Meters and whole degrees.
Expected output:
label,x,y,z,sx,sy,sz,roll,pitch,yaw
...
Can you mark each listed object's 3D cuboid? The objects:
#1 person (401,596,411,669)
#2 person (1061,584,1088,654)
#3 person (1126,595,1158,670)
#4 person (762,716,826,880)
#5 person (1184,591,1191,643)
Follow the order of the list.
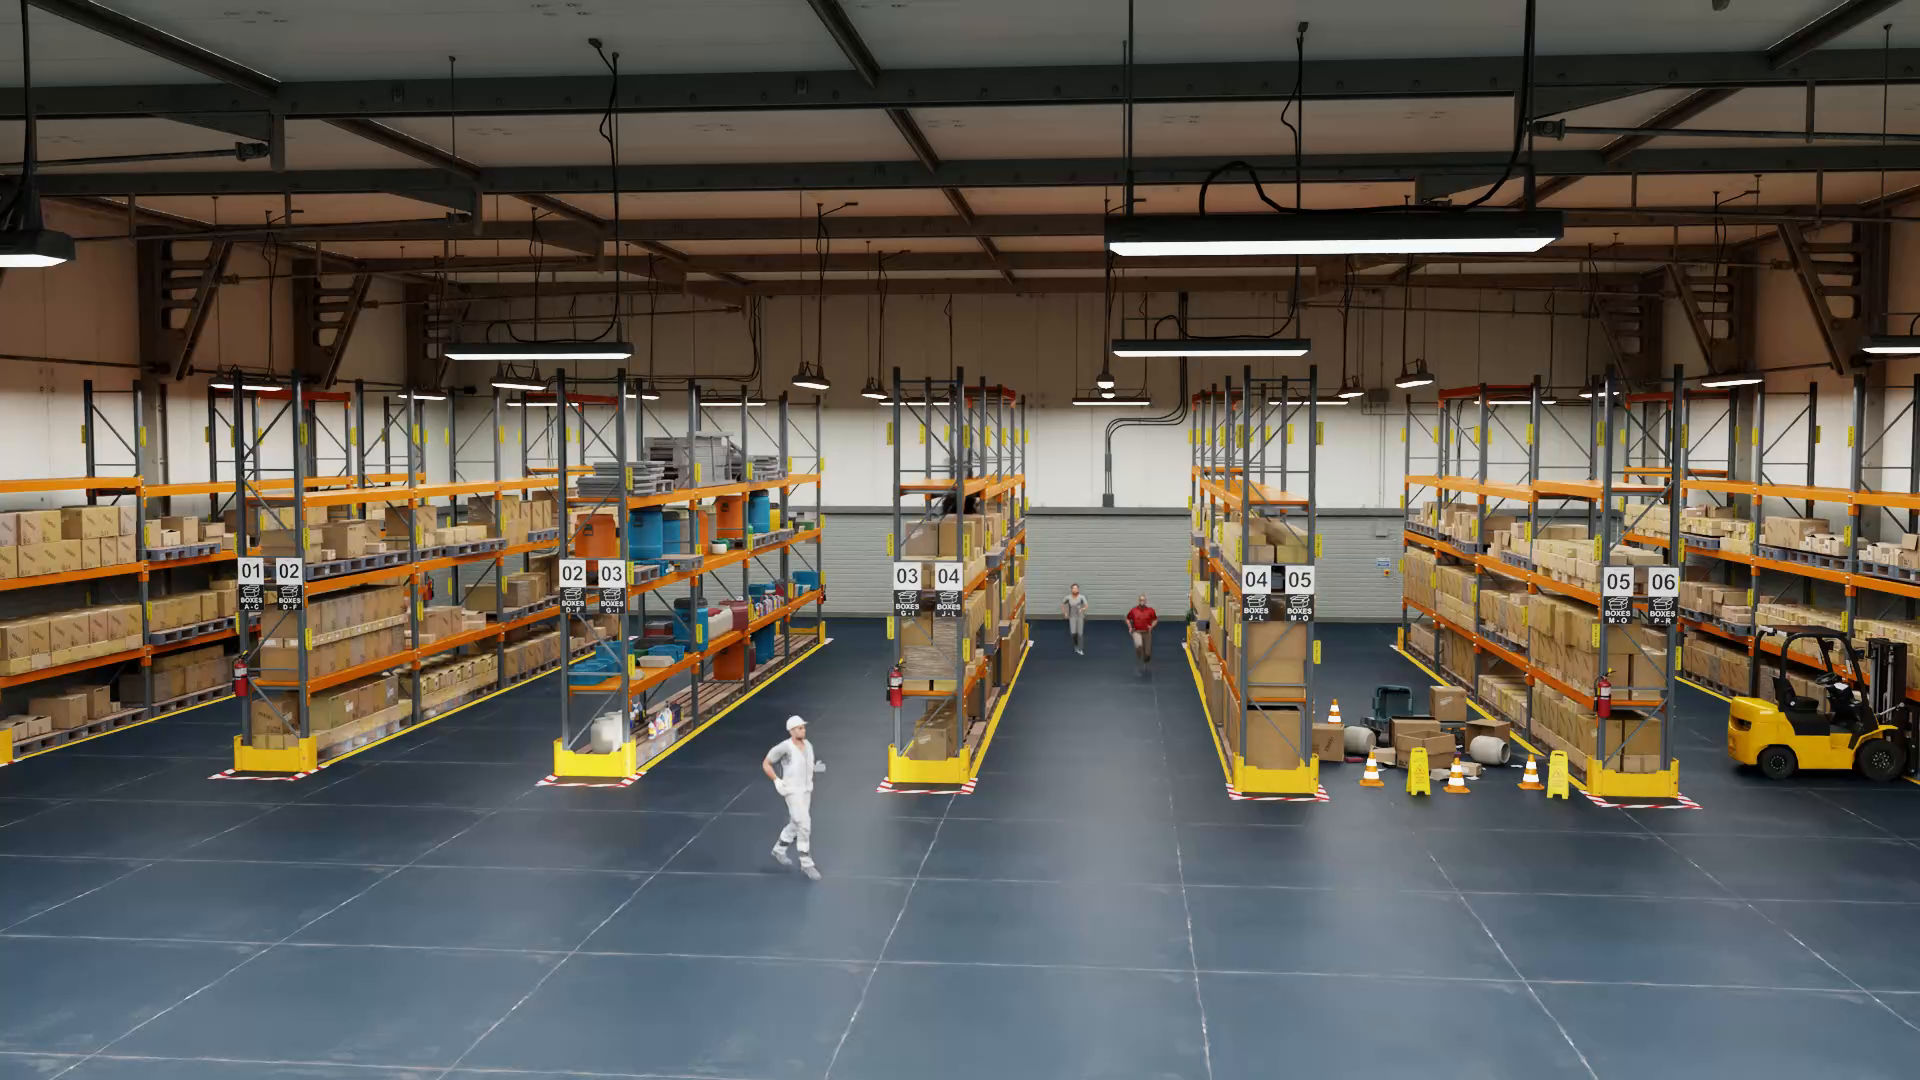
label,x,y,z,sx,sy,sz,roll,pitch,yaw
person,-11.092,2.043,33.282,0.677,1.846,0.866,0,4,7
person,2.636,1.803,38.177,0.623,1.602,0.641,0,4,1
person,3.801,1.962,34.793,0.669,1.613,0.807,0,4,5
person,-1.873,2.916,19.023,0.814,1.824,0.640,2,4,33
person,5.824,1.612,40.342,0.708,1.818,0.647,0,4,-5
